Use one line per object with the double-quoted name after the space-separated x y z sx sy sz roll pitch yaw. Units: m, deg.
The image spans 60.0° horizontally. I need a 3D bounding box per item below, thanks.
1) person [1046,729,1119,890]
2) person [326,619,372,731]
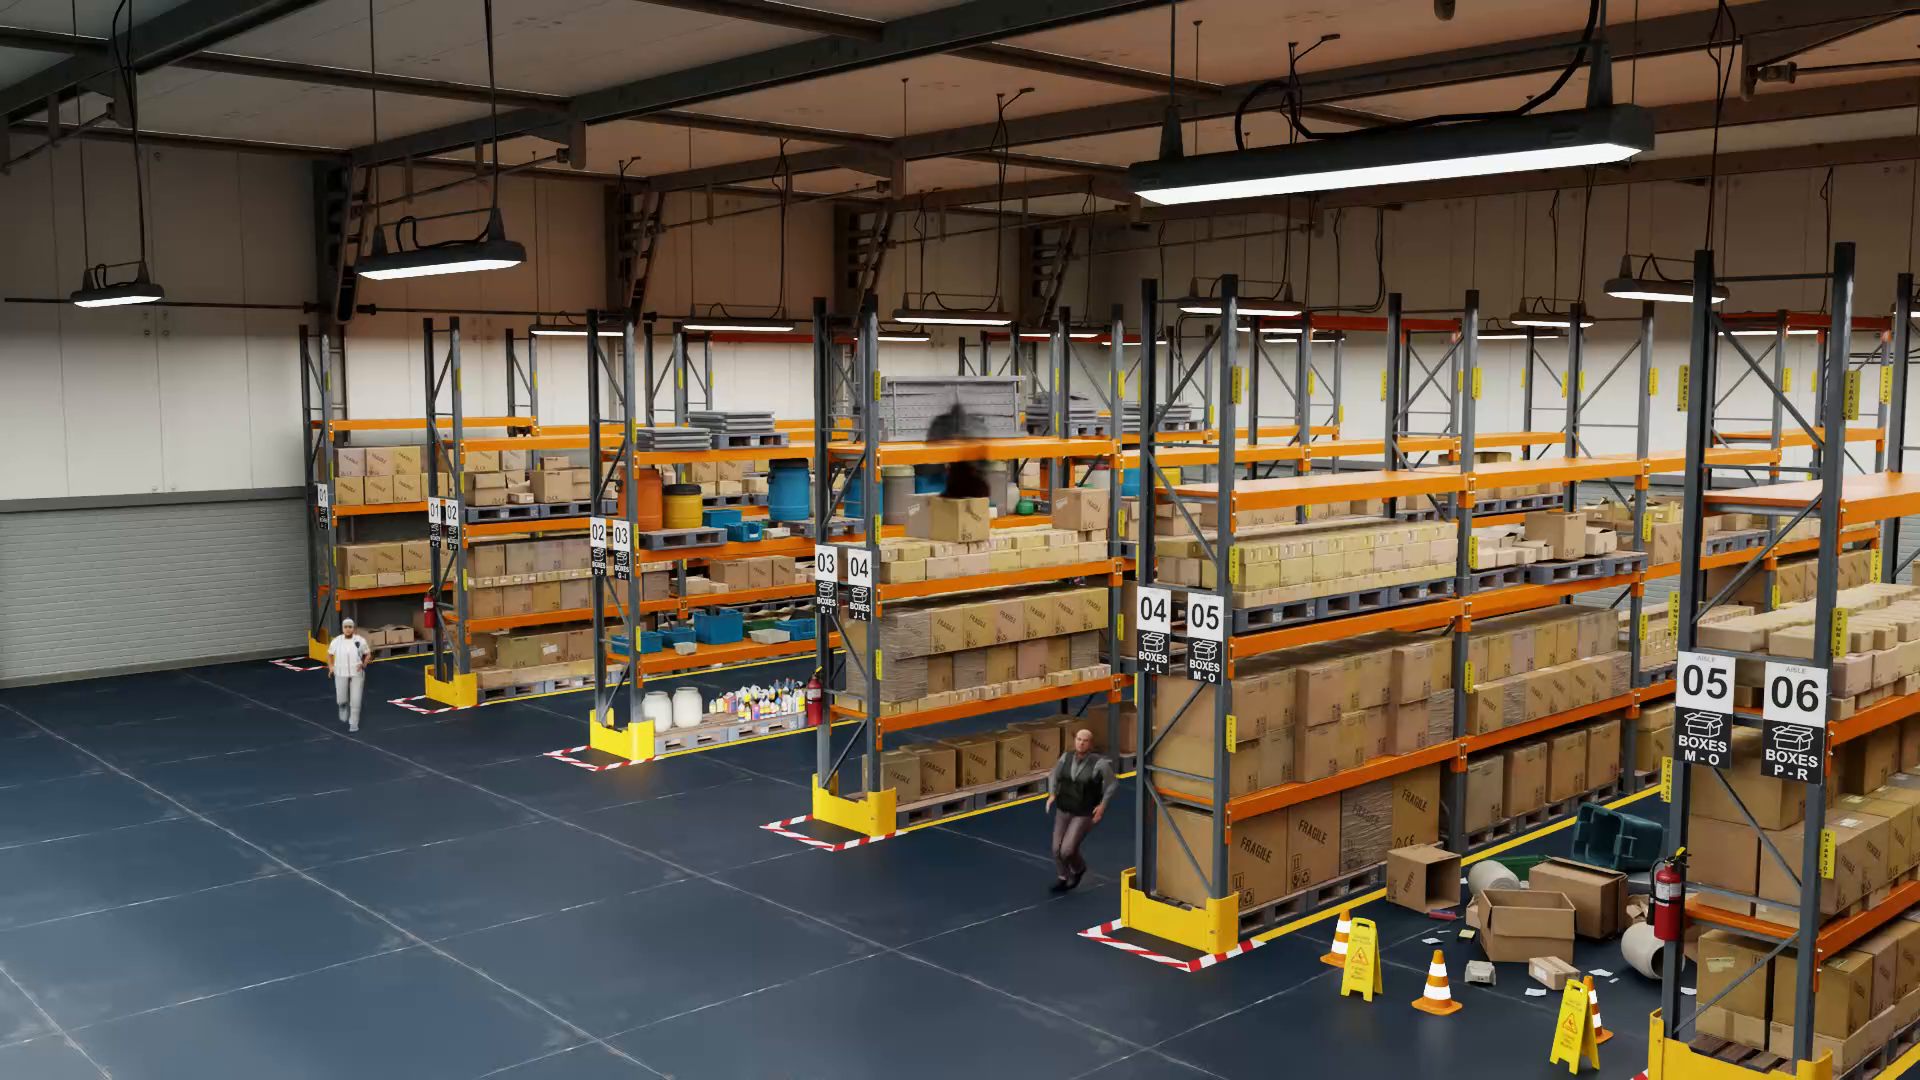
1.149 2.724 16.370 0.712 1.589 0.544 4 7 34 "person"
-8.805 1.944 23.988 0.618 1.621 0.553 -2 6 -19 "person"
